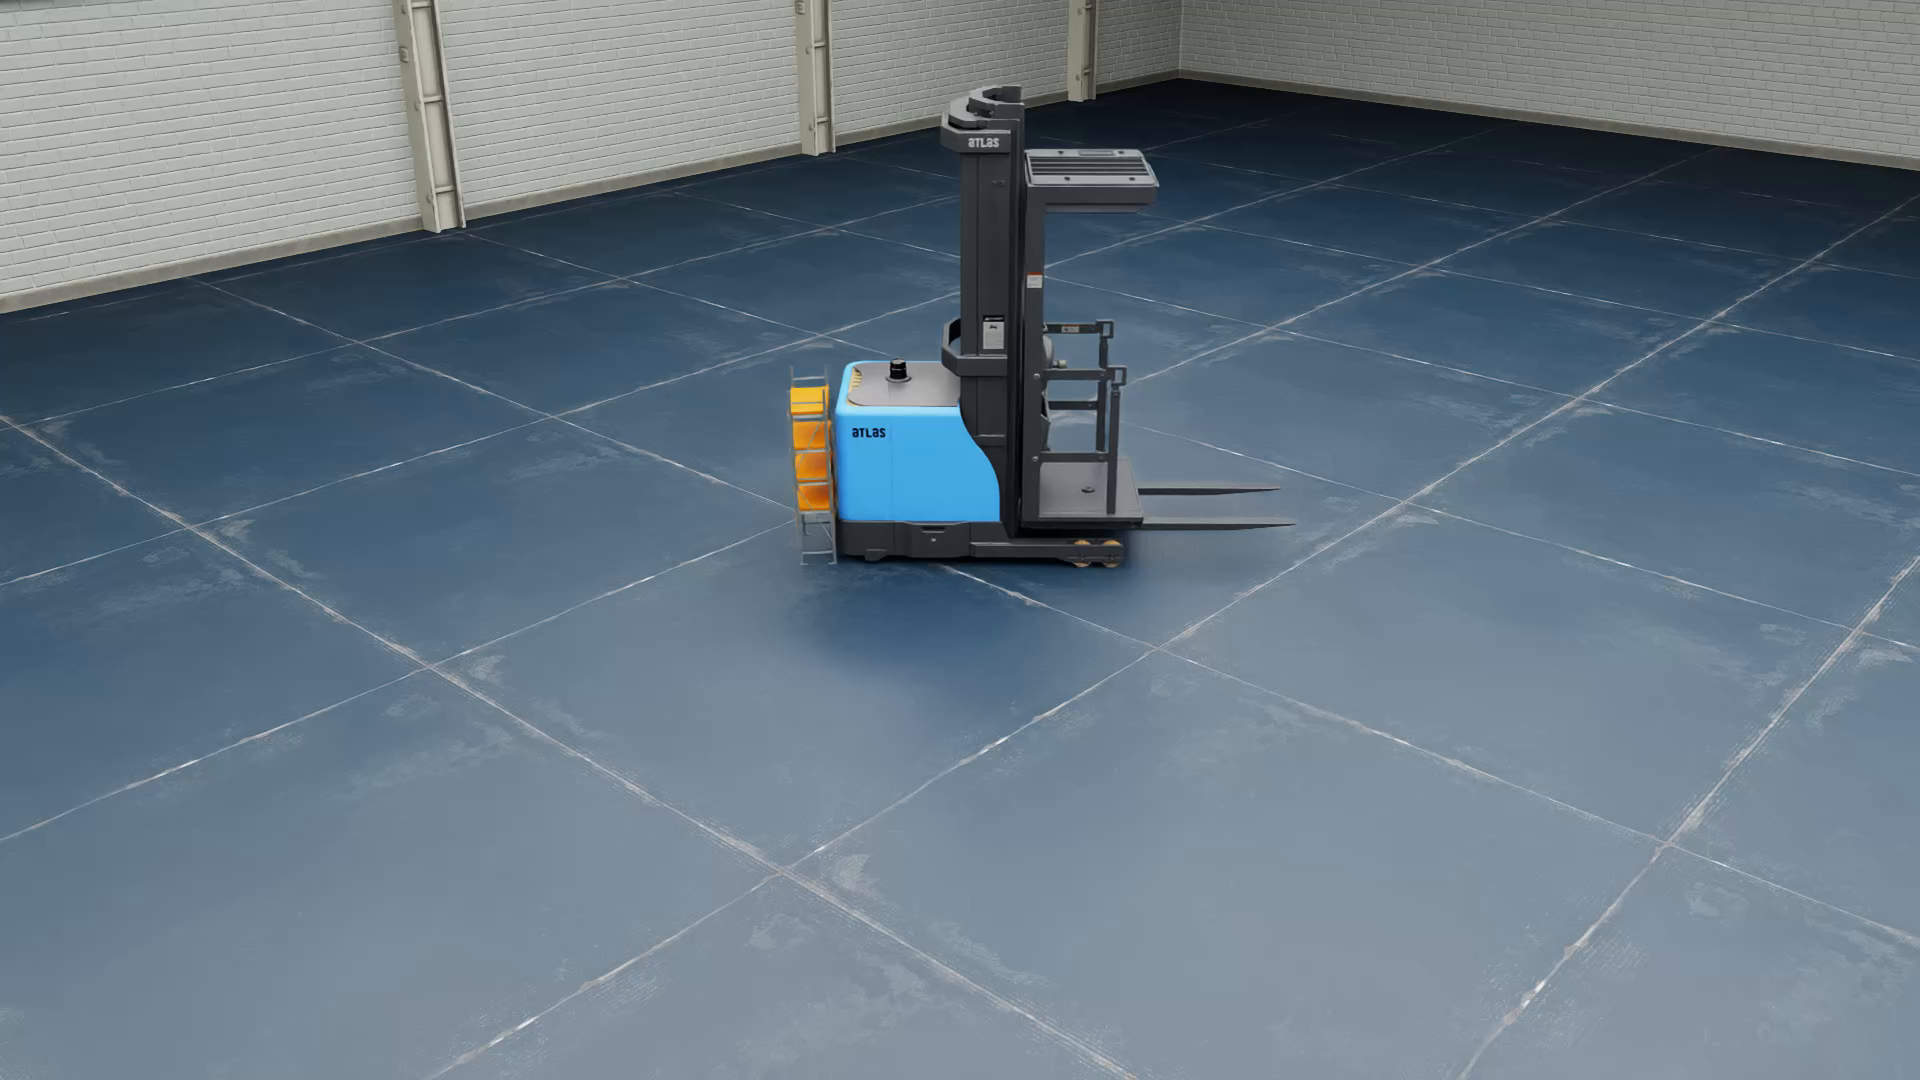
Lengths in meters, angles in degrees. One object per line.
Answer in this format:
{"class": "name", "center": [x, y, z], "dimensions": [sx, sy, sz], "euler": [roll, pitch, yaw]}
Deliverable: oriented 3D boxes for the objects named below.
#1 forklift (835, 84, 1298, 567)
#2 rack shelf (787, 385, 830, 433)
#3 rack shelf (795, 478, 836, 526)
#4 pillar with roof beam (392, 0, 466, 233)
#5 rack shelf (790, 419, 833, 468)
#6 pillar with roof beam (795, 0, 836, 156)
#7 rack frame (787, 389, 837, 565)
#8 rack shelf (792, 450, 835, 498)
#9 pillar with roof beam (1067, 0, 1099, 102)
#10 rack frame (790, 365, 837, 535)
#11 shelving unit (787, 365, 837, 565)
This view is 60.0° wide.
{"class": "forklift", "center": [0.712, -1.383, 10.753], "dimensions": [3.031, 2.935, 1.130], "euler": [0, 24, 0]}
{"class": "rack shelf", "center": [-0.970, -0.848, 10.703], "dimensions": [0.258, 0.148, 0.480], "euler": [-3, 24, -2]}
{"class": "rack shelf", "center": [-0.949, -0.247, 10.974], "dimensions": [0.258, 0.148, 0.480], "euler": [-3, 24, -2]}
{"class": "pillar with roof beam", "center": [-2.797, -6.567, 14.897], "dimensions": [9.100, 9.000, 0.400], "euler": [20, 31, 38]}
{"class": "rack shelf", "center": [-0.962, -0.632, 10.800], "dimensions": [0.258, 0.148, 0.480], "euler": [-3, 24, -2]}
{"class": "pillar with roof beam", "center": [1.207, -8.395, 18.974], "dimensions": [9.100, 9.000, 0.400], "euler": [20, 31, 38]}
{"class": "rack frame", "center": [-0.945, -0.390, 10.642], "dimensions": [0.240, 1.200, 0.015], "euler": [-3, 24, -2]}
{"class": "rack shelf", "center": [-0.955, -0.428, 10.892], "dimensions": [0.258, 0.148, 0.480], "euler": [-3, 24, -2]}
{"class": "pillar with roof beam", "center": [5.211, -10.223, 23.051], "dimensions": [9.100, 9.000, 0.400], "euler": [20, 31, 38]}
{"class": "rack frame", "center": [-0.970, -0.589, 11.087], "dimensions": [0.240, 1.200, 0.015], "euler": [-3, 24, -2]}
{"class": "shelving unit", "center": [-0.958, -0.489, 10.865], "dimensions": [0.258, 1.200, 0.503], "euler": [-3, 24, -2]}
